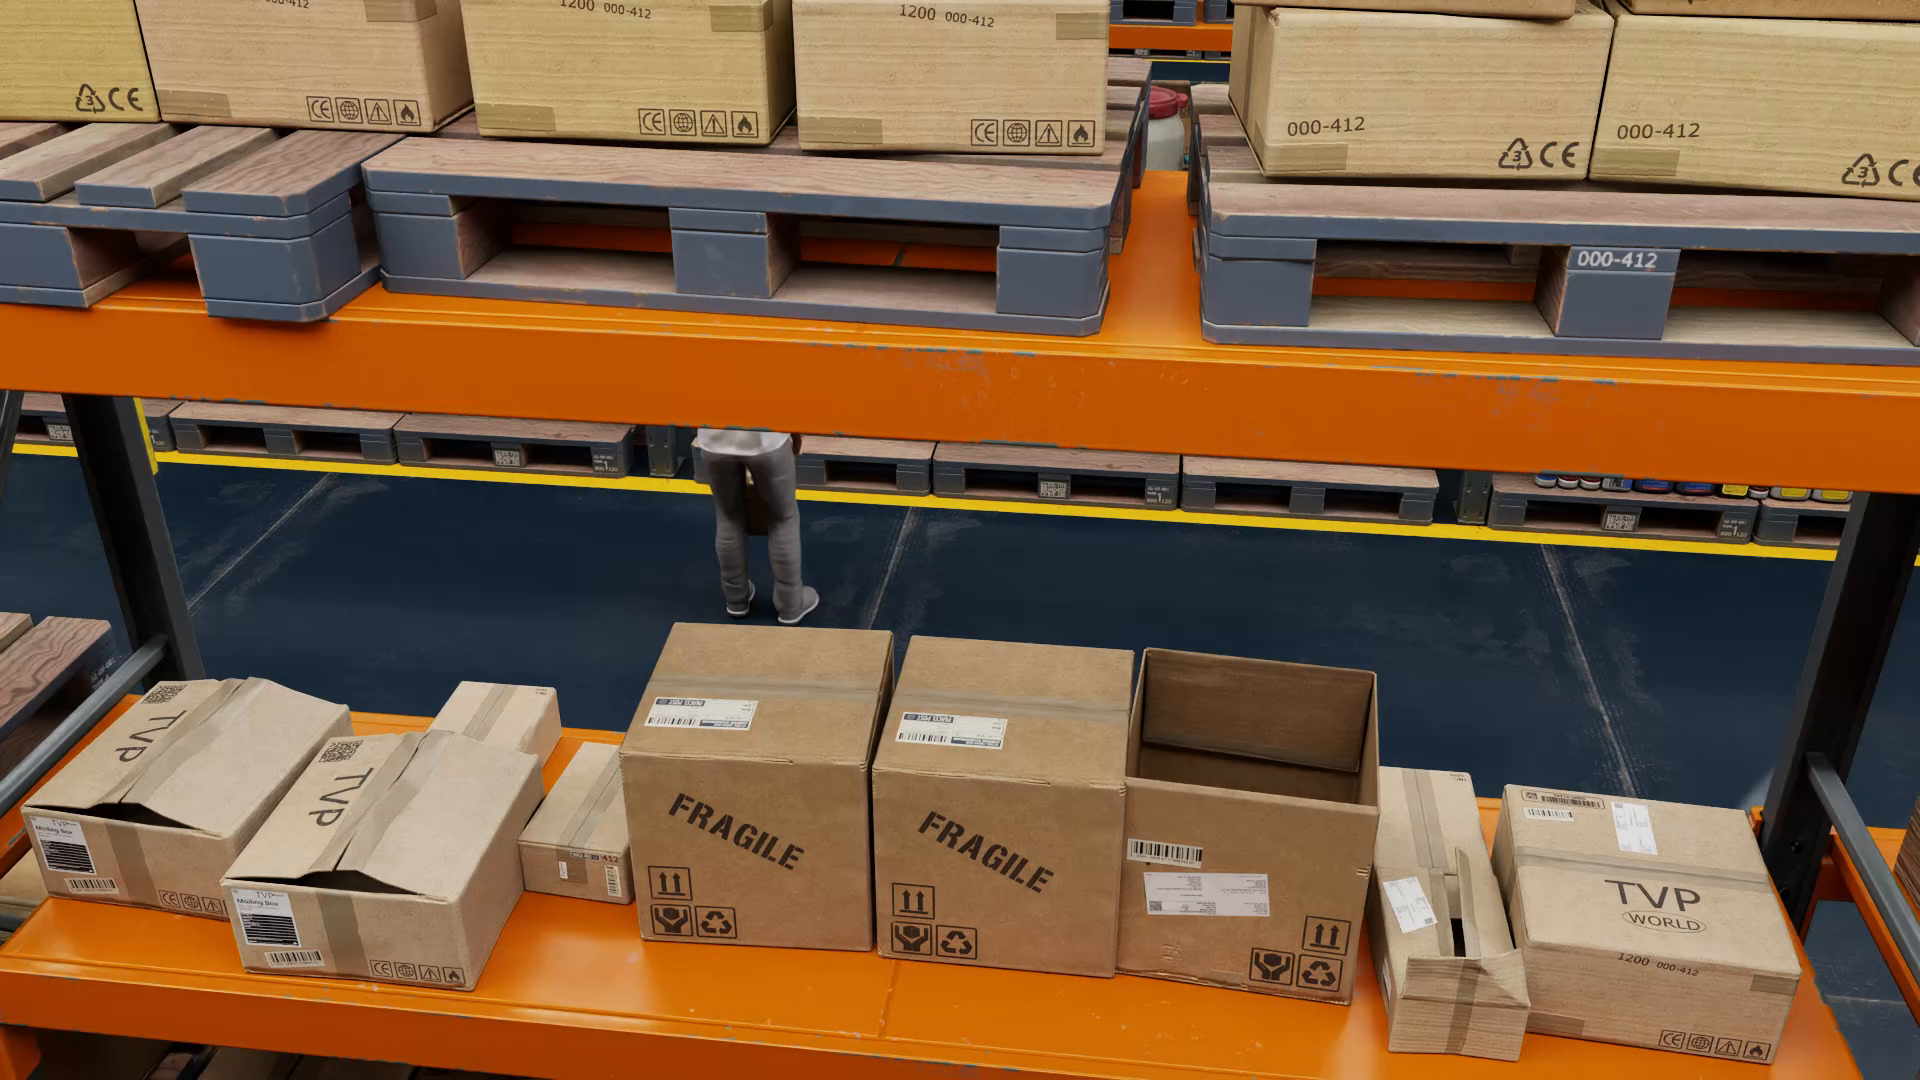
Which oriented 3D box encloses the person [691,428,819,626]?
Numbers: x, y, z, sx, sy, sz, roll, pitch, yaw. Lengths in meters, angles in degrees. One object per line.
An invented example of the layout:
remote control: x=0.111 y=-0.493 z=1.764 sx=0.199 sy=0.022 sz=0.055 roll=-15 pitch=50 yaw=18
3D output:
person: x=-0.876 y=-0.421 z=6.888 sx=0.495 sy=1.668 sz=0.423 roll=3 pitch=29 yaw=5
